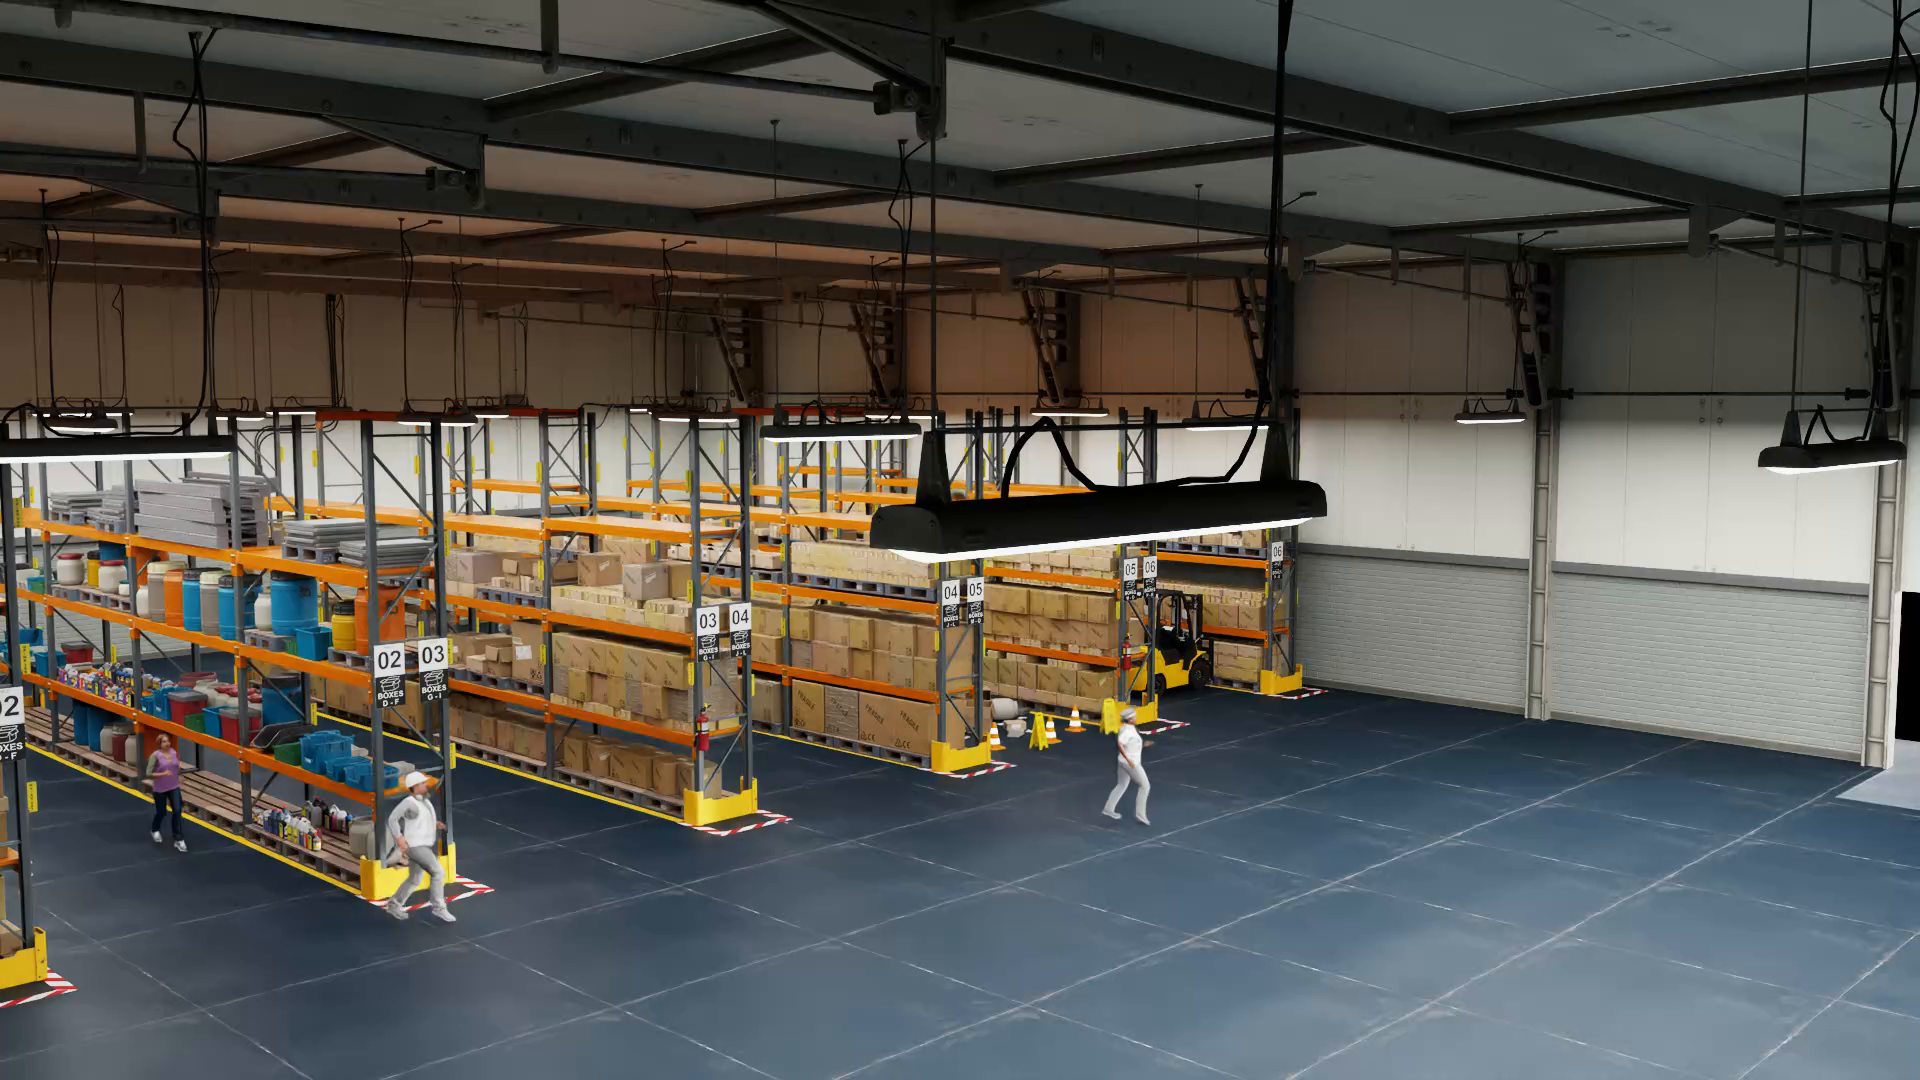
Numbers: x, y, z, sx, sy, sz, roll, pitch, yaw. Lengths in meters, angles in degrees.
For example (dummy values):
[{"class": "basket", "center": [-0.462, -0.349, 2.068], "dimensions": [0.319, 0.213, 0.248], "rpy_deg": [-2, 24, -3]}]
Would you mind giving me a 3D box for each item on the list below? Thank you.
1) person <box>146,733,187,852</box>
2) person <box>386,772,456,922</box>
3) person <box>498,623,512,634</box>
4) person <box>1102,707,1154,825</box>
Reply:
[{"class": "person", "center": [-10.996, 3.469, 23.020], "dimensions": [0.838, 1.607, 0.531], "rpy_deg": [4, 7, 42]}, {"class": "person", "center": [-6.463, 3.674, 20.002], "dimensions": [0.835, 1.765, 0.651], "rpy_deg": [0, 5, -3]}, {"class": "person", "center": [-11.291, 1.787, 41.452], "dimensions": [0.705, 1.743, 0.835], "rpy_deg": [5, 7, 42]}, {"class": "person", "center": [2.495, 3.326, 24.446], "dimensions": [0.745, 1.760, 0.549], "rpy_deg": [-1, 5, -13]}]
